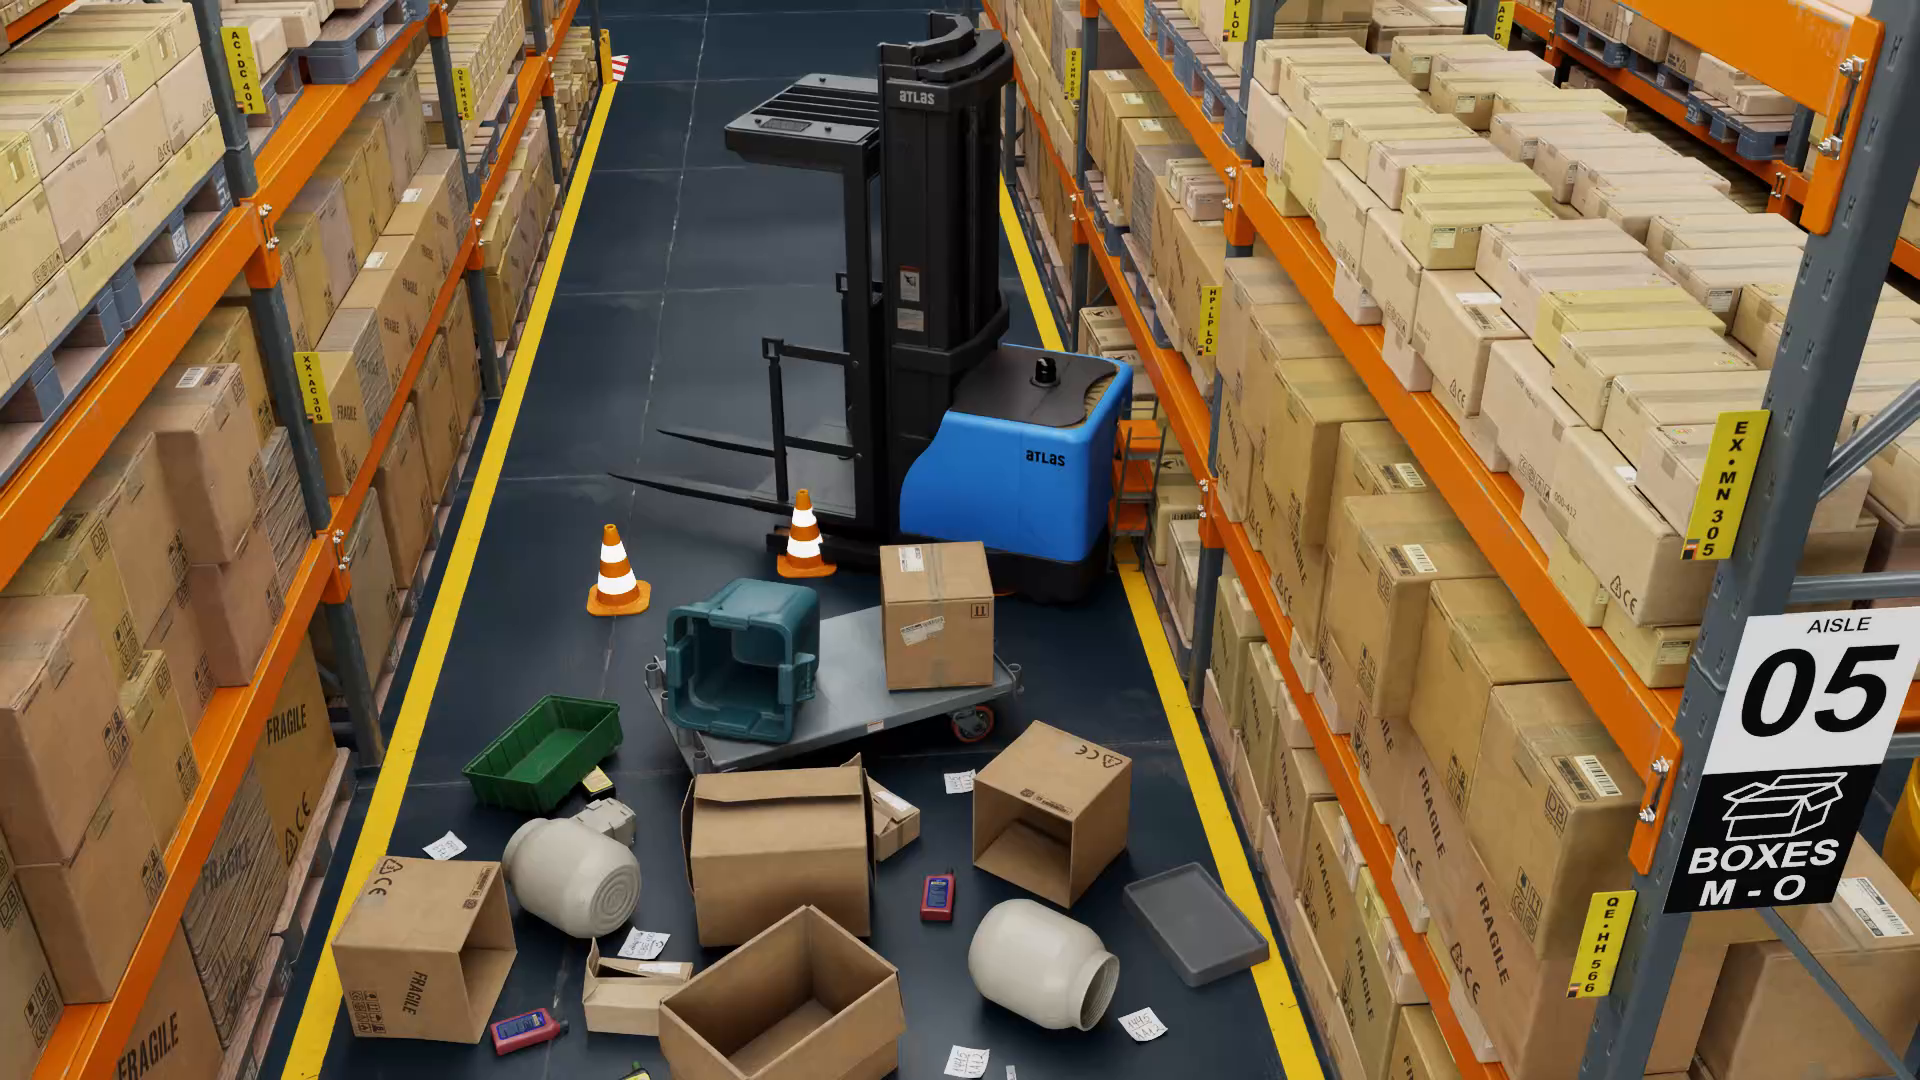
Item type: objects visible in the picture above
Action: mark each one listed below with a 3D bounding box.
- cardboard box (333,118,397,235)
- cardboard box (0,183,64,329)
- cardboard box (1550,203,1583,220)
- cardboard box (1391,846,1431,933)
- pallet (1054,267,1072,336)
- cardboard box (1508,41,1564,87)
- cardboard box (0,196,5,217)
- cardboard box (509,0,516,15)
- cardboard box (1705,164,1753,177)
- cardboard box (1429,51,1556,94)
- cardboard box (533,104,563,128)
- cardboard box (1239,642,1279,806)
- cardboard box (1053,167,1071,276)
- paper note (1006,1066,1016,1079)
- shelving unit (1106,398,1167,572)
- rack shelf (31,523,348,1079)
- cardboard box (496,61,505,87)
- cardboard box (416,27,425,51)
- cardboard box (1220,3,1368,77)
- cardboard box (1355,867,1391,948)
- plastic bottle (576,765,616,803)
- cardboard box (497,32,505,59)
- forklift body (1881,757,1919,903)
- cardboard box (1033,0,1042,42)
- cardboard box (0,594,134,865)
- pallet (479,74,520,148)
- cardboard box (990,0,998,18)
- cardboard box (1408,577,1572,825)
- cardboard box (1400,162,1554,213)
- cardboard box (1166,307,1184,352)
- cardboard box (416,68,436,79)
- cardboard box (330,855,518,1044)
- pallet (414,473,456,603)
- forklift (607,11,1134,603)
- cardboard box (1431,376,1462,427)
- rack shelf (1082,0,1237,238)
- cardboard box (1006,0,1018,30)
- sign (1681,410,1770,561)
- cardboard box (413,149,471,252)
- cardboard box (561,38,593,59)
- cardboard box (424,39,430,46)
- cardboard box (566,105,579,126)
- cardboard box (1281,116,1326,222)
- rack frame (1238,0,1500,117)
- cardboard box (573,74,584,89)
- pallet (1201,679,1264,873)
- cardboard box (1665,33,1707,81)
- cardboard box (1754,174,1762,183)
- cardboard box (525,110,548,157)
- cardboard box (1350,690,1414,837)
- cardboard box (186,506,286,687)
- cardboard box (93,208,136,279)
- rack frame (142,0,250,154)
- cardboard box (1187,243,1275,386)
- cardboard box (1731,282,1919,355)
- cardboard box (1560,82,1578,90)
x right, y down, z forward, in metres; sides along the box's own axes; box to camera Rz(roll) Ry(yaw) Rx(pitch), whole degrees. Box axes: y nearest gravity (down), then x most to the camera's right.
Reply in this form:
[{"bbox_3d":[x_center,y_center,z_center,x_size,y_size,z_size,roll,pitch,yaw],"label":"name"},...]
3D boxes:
[{"bbox_3d":[-3.507,-1.969,9.049,0.700,0.500,0.500,-3,31,-5],"label":"cardboard box"},{"bbox_3d":[-2.822,-0.768,4.535,0.500,0.250,0.500,-3,31,-5],"label":"cardboard box"},{"bbox_3d":[2.108,-0.854,5.186,0.500,0.250,0.500,-2,31,-4],"label":"cardboard box"},{"bbox_3d":[1.590,1.090,5.244,0.380,0.149,0.250,-2,31,-4],"label":"cardboard box"},{"bbox_3d":[1.283,-1.744,12.464,1.003,0.211,1.213,-3,31,-5],"label":"pallet"},{"bbox_3d":[5.576,-4.681,16.690,0.700,0.500,0.500,-4,31,-6],"label":"cardboard box"},{"bbox_3d":[-2.746,-0.873,4.321,0.380,0.149,0.250,-2,31,-4],"label":"cardboard box"},{"bbox_3d":[-3.754,-4.284,13.252,0.380,0.149,0.250,-4,31,-6],"label":"cardboard box"},{"bbox_3d":[5.908,-2.812,12.928,0.380,0.149,0.250,-2,31,-3],"label":"cardboard box"},{"bbox_3d":[2.003,-1.735,6.271,0.380,0.149,0.250,-3,31,-6],"label":"cardboard box"},{"bbox_3d":[-3.804,-3.830,15.027,0.380,0.149,0.250,-1,31,-2],"label":"cardboard box"},{"bbox_3d":[1.503,0.772,7.073,0.500,0.500,0.500,-2,31,-3],"label":"cardboard box"},{"bbox_3d":[1.220,-2.616,12.866,0.875,0.875,0.875,-2,31,-4],"label":"cardboard box"},{"bbox_3d":[0.197,2.045,6.316,0.032,0.001,0.123,-3,31,-5],"label":"paper note"},{"bbox_3d":[0.943,-0.287,9.125,0.215,1.050,0.252,-1,43,-5],"label":"shelving unit"},{"bbox_3d":[-3.077,1.126,5.642,1.077,0.370,4.000,-3,31,-5],"label":"rack shelf"},{"bbox_3d":[-3.652,-3.503,12.525,0.380,0.149,0.250,-1,31,-2],"label":"cardboard box"},{"bbox_3d":[-4.357,-3.869,12.848,0.380,0.149,0.250,-4,31,-7],"label":"cardboard box"},{"bbox_3d":[1.456,-2.188,7.299,0.500,0.250,0.500,-3,31,-6],"label":"cardboard box"},{"bbox_3d":[1.573,1.240,5.657,0.380,0.149,0.250,-2,31,-4],"label":"cardboard box"},{"bbox_3d":[-1.736,1.126,7.805,0.133,0.061,0.283,-20,36,-30],"label":"plastic bottle"},{"bbox_3d":[-3.679,-3.762,12.668,0.380,0.149,0.250,-4,31,-7],"label":"cardboard box"},{"bbox_3d":[4.977,0.793,6.325,2.313,2.155,1.214,-3,31,-5],"label":"forklift body"},{"bbox_3d":[0.836,-4.033,12.504,0.500,0.500,0.500,-3,31,-5],"label":"cardboard box"},{"bbox_3d":[-2.947,0.550,4.705,0.875,0.550,0.550,-3,31,-5],"label":"cardboard box"},{"bbox_3d":[-3.863,-3.173,12.324,1.003,0.211,1.213,-3,31,-5],"label":"pallet"},{"bbox_3d":[0.556,-5.107,15.278,0.500,0.500,0.500,-3,31,-6],"label":"cardboard box"},{"bbox_3d":[1.724,0.440,4.725,0.700,0.500,0.500,-2,31,-4],"label":"cardboard box"},{"bbox_3d":[1.587,-1.049,5.123,0.380,0.149,0.250,-2,31,-4],"label":"cardboard box"},{"bbox_3d":[1.265,-1.080,8.469,0.380,0.149,0.250,-3,31,-5],"label":"cardboard box"},{"bbox_3d":[-3.534,-3.082,11.240,0.380,0.149,0.250,-3,31,-5],"label":"cardboard box"},{"bbox_3d":[-2.097,1.611,6.563,0.500,0.500,0.500,2,31,4],"label":"cardboard box"},{"bbox_3d":[-3.528,-0.022,9.581,1.003,0.211,1.213,-3,31,-5],"label":"pallet"},{"bbox_3d":[-0.585,-1.367,9.180,3.031,2.935,1.130,11,32,17],"label":"forklift"},{"bbox_3d":[1.625,-0.455,4.906,0.380,0.149,0.250,-4,31,-6],"label":"cardboard box"},{"bbox_3d":[1.468,-2.493,8.775,1.077,0.370,4.000,-3,31,-5],"label":"rack shelf"},{"bbox_3d":[0.668,-4.490,14.000,0.500,0.250,0.500,-4,31,-6],"label":"cardboard box"},{"bbox_3d":[1.474,-0.102,3.208,0.100,0.325,0.005,-3,31,-5],"label":"sign"},{"bbox_3d":[-3.328,-2.072,10.197,0.500,0.500,0.500,-3,31,-5],"label":"cardboard box"},{"bbox_3d":[-3.966,-5.027,17.032,0.380,0.149,0.250,-3,31,-6],"label":"cardboard box"},{"bbox_3d":[-4.381,-3.869,13.138,0.380,0.149,0.250,-3,31,-4],"label":"cardboard box"},{"bbox_3d":[-3.887,-4.107,16.071,0.380,0.149,0.250,-4,31,-6],"label":"cardboard box"},{"bbox_3d":[1.481,-1.343,6.005,0.500,0.250,0.500,-3,31,-5],"label":"cardboard box"},{"bbox_3d":[1.655,-3.069,6.112,1.000,3.000,0.127,-3,31,-5],"label":"rack frame"},{"bbox_3d":[-3.935,-4.498,16.437,0.380,0.149,0.250,-1,31,-2],"label":"cardboard box"},{"bbox_3d":[1.753,1.045,7.794,1.003,0.211,1.213,-3,31,-5],"label":"pallet"},{"bbox_3d":[5.886,-3.824,12.717,0.797,0.503,0.637,-3,31,-6],"label":"cardboard box"},{"bbox_3d":[6.450,-2.845,12.984,0.380,0.149,0.250,-4,31,-7],"label":"cardboard box"},{"bbox_3d":[-3.690,-3.350,13.730,0.500,0.250,0.500,-4,31,-6],"label":"cardboard box"},{"bbox_3d":[1.618,0.603,5.427,0.500,0.500,0.500,-3,31,-5],"label":"cardboard box"},{"bbox_3d":[-3.144,0.199,6.346,0.875,0.550,0.550,-3,31,-5],"label":"cardboard box"},{"bbox_3d":[-2.816,-0.918,5.175,0.380,0.149,0.250,-2,31,-4],"label":"cardboard box"},{"bbox_3d":[-3.264,-2.780,5.628,1.000,3.000,0.127,-3,31,-5],"label":"rack frame"},{"bbox_3d":[1.383,-1.069,7.817,0.500,0.500,0.500,-3,31,-6],"label":"cardboard box"},{"bbox_3d":[2.248,-0.555,4.295,0.380,0.149,0.250,-3,31,-5],"label":"cardboard box"},{"bbox_3d":[5.618,-4.007,14.929,0.380,0.149,0.250,-1,31,-2],"label":"cardboard box"}]
